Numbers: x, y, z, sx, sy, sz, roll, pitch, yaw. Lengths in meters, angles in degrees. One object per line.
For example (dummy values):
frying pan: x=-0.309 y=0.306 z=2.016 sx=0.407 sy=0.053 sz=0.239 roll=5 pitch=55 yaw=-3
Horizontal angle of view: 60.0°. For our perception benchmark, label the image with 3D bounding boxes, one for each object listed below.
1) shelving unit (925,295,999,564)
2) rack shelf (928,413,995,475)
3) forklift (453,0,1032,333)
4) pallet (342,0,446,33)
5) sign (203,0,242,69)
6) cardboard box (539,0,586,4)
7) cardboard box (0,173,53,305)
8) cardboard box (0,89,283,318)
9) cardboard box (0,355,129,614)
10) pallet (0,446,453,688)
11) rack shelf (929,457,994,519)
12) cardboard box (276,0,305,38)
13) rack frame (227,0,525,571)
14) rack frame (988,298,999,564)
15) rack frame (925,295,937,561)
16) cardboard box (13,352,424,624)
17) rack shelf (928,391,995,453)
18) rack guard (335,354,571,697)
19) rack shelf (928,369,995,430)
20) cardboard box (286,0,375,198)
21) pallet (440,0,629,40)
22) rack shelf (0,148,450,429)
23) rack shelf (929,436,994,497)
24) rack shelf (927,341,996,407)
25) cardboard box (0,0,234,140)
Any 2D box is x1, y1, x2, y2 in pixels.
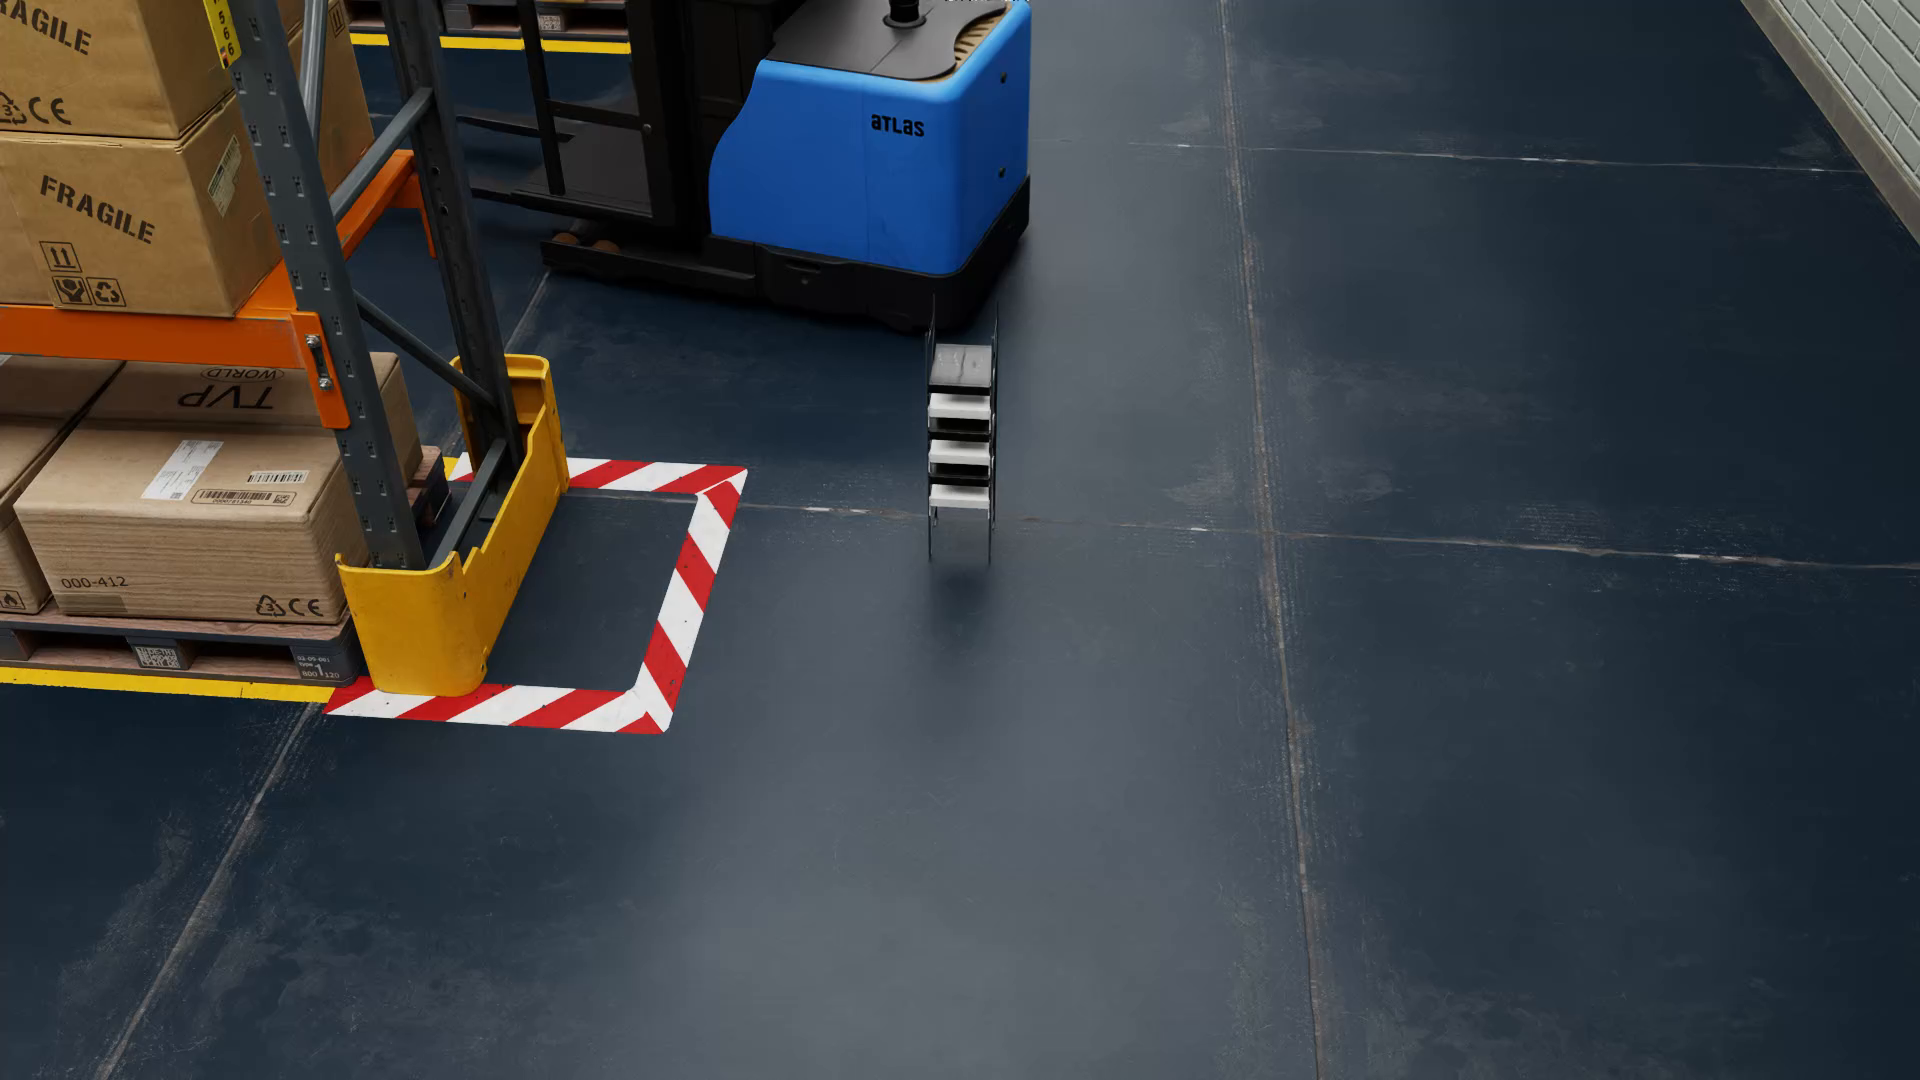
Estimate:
shelving unit: x=0.008 y=-0.349 z=5.465 sx=0.210 sy=0.900 sz=0.258 roll=3 pitch=39 yaw=4
rack shelf: x=0.008 y=-0.323 z=5.486 sx=0.200 sy=0.077 sz=0.258 roll=3 pitch=39 yaw=4
forklift: x=-1.266 y=-2.544 z=6.554 sx=3.031 sy=2.935 sz=1.130 roll=13 pitch=41 yaw=15
pallet: x=-3.415 y=-3.227 z=9.548 sx=1.213 sy=0.211 sz=1.003 roll=3 pitch=39 yaw=4
sign: x=-1.708 y=-1.252 z=3.807 sx=0.005 sy=0.325 sz=0.100 roll=3 pitch=39 yaw=4
cardboard box: x=-2.128 y=-3.075 z=9.077 sx=0.250 sy=0.149 sz=0.380 roll=4 pitch=39 yaw=5
cardboard box: x=-2.650 y=-0.987 z=4.507 sx=0.500 sy=0.500 sz=0.500 roll=2 pitch=39 yaw=3
cardboard box: x=-2.151 y=-0.950 z=4.462 sx=0.500 sy=0.500 sz=0.500 roll=3 pitch=39 yaw=4
cardboard box: x=-3.226 y=-0.238 z=5.363 sx=0.875 sy=0.438 sz=0.875 roll=4 pitch=39 yaw=5
pallet: x=-2.451 y=0.036 z=5.539 sx=1.213 sy=0.211 sz=1.003 roll=3 pitch=39 yaw=4
rack shelf: x=0.008 y=-0.183 z=5.600 sx=0.200 sy=0.077 sz=0.258 roll=3 pitch=39 yaw=4
cardboard box: x=-2.101 y=-1.683 z=4.570 sx=0.500 sy=0.500 sz=0.500 roll=2 pitch=39 yaw=3
rack frame: x=-1.647 y=-1.051 z=4.665 sx=0.127 sy=3.000 sz=1.000 roll=3 pitch=39 yaw=4
rack frame: x=0.109 y=-0.343 z=5.459 sx=0.006 sy=0.900 sz=0.240 roll=3 pitch=39 yaw=4
rack frame: x=-0.093 y=-0.354 z=5.472 sx=0.006 sy=0.900 sz=0.240 roll=3 pitch=39 yaw=4
cardboard box: x=-2.314 y=-0.194 z=5.309 sx=0.875 sy=0.438 sz=0.875 roll=2 pitch=39 yaw=2
rack shelf: x=0.008 y=-0.392 z=5.430 sx=0.200 sy=0.077 sz=0.258 roll=3 pitch=39 yaw=4
rack guard: x=-1.624 y=-0.081 z=5.453 sx=0.348 sy=0.500 sz=1.175 roll=3 pitch=39 yaw=4
rack shelf: x=0.008 y=-0.462 z=5.373 sx=0.200 sy=0.077 sz=0.258 roll=3 pitch=39 yaw=4
cardboard box: x=-2.101 y=-1.297 z=4.888 sx=0.500 sy=0.500 sz=0.500 roll=3 pitch=39 yaw=3
pallet: x=-2.203 y=-3.159 z=9.464 sx=1.213 sy=0.211 sz=1.003 roll=3 pitch=39 yaw=4
rack shelf: x=-3.640 y=-0.881 z=5.026 sx=4.000 sy=0.370 sz=1.077 roll=3 pitch=39 yaw=4
rack shelf: x=0.008 y=-0.253 z=5.543 sx=0.200 sy=0.077 sz=0.258 roll=3 pitch=39 yaw=4
rack shelf: x=0.008 y=-0.532 z=5.316 sx=0.200 sy=0.077 sz=0.258 roll=3 pitch=39 yaw=4
cardboard box: x=-2.148 y=-1.354 z=4.167 sx=0.500 sy=0.500 sz=0.500 roll=4 pitch=39 yaw=5
